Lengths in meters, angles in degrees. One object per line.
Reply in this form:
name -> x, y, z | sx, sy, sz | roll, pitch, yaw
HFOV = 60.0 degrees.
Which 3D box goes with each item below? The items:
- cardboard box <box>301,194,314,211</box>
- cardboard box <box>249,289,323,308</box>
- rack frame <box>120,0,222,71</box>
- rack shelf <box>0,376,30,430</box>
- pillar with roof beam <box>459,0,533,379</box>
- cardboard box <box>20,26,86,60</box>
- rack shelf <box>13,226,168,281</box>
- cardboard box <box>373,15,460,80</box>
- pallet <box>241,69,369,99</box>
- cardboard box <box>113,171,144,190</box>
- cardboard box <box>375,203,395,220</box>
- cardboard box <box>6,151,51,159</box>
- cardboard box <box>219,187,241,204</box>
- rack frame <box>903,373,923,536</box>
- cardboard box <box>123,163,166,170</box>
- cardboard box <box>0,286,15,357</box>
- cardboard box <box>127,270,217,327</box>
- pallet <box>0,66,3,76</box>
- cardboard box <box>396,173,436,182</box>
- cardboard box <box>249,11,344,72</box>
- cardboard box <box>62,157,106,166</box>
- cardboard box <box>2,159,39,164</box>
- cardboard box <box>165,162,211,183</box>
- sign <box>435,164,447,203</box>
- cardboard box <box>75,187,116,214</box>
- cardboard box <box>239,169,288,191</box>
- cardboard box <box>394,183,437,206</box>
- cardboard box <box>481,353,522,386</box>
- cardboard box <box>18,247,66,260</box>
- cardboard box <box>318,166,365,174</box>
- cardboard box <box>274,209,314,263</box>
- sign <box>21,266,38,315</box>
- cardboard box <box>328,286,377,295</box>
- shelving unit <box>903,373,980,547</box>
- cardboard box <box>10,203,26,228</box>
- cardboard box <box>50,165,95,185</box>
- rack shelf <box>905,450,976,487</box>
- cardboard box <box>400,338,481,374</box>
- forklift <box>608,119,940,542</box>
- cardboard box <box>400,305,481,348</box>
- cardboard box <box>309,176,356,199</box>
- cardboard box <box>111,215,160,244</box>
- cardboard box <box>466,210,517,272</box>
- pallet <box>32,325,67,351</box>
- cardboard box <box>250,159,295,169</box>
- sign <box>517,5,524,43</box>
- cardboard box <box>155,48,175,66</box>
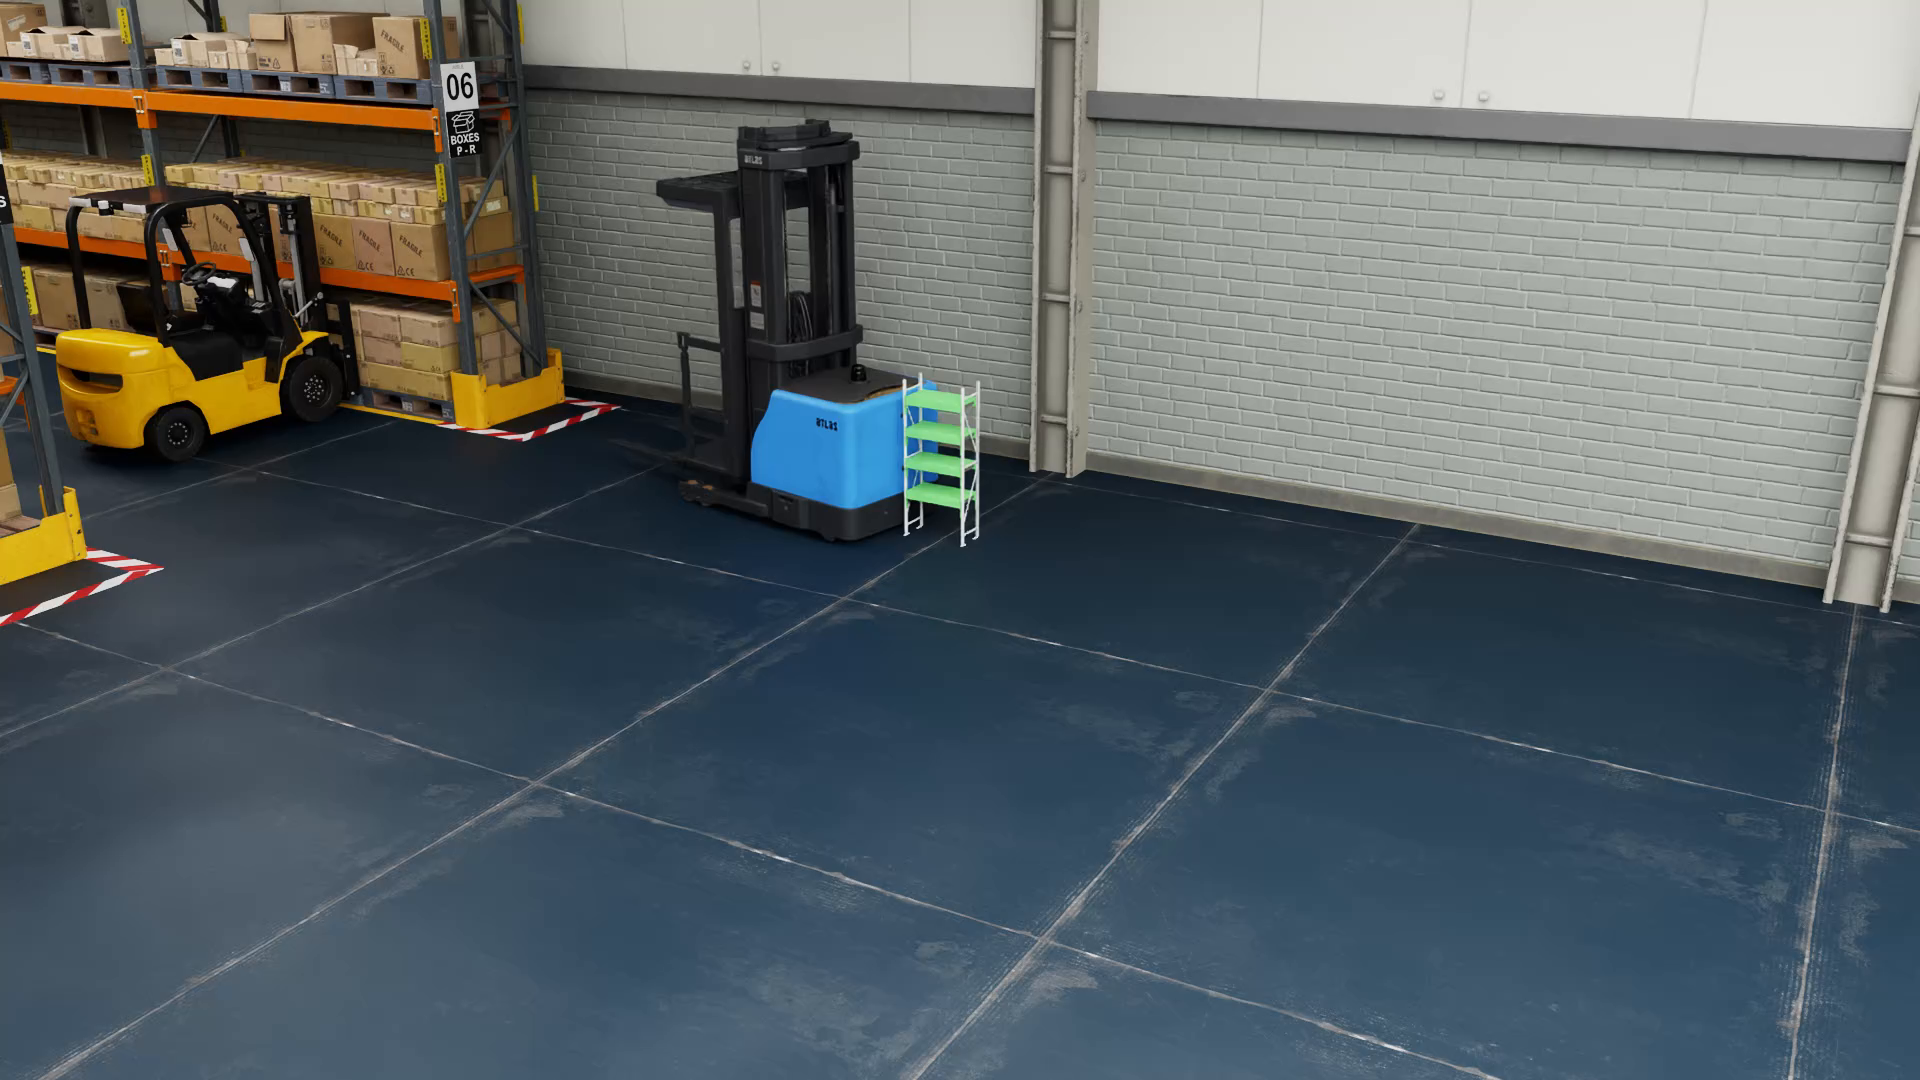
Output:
cardboard box -> -5.990, -3.217, 15.736 | 0.250, 0.149, 0.380 | 11, 22, 27
cardboard box -> -6.586, -2.315, 16.298 | 0.500, 0.250, 0.500 | 12, 23, 29
rack frame -> -7.737, -6.101, 15.989 | 0.127, 3.000, 1.000 | 11, 23, 27
rack shelf -> -8.408, -1.132, 12.142 | 4.000, 0.370, 1.077 | 11, 23, 27
pillar with roof beam -> -6.512, -4.539, 11.681 | 0.400, 9.000, 9.100 | 11, 23, 27
cardboard box -> -9.158, -5.069, 16.911 | 0.500, 0.311, 0.500 | 10, 22, 25
rack shelf -> -9.483, -3.276, 18.052 | 4.000, 0.370, 1.077 | 11, 23, 27
cardboard box -> -4.750, -4.319, 14.564 | 0.500, 0.500, 0.500 | 12, 23, 29
pallet -> -5.918, -4.312, 15.585 | 1.213, 0.211, 1.003 | 11, 23, 27
cardboard box -> -8.377, -3.661, 16.962 | 0.250, 0.149, 0.380 | 10, 22, 27
cardboard box -> -5.118, -3.037, 15.241 | 0.250, 0.149, 0.380 | 11, 23, 28
cardboard box -> -10.367, -4.233, 18.538 | 0.250, 0.149, 0.380 | 11, 23, 27
cardboard box -> -6.940, -3.361, 16.134 | 0.250, 0.149, 0.380 | 11, 23, 28
rack frame -> -0.347, -0.630, 12.342 | 0.015, 1.200, 0.240 | 11, 23, 28
cardboard box -> -8.598, -3.894, 17.603 | 0.250, 0.149, 0.380 | 11, 22, 27
cardboard box -> -6.940, -1.486, 11.480 | 0.500, 0.500, 0.500 | 10, 22, 26
cardboard box -> -8.198, -2.446, 17.575 | 0.625, 0.625, 0.875 | 12, 23, 30
pallet -> -10.593, -5.182, 18.129 | 1.003, 0.211, 1.213 | 12, 23, 30
cardboard box -> -5.092, -3.366, 15.712 | 0.250, 0.149, 0.380 | 11, 23, 28
cardboard box -> -6.087, -4.629, 15.415 | 0.637, 0.503, 0.797 | 12, 23, 29
cardboard box -> -9.496, -4.055, 18.047 | 0.250, 0.149, 0.380 | 12, 23, 29
cardboard box -> -10.155, -4.006, 17.912 | 0.250, 0.149, 0.380 | 11, 23, 28
cardboard box -> -7.603, -3.632, 16.444 | 0.250, 0.149, 0.380 | 11, 23, 28
sign -> -4.521, -3.112, 14.501 | 0.005, 0.325, 0.100 | 11, 23, 27
cardboard box -> -8.743, -3.535, 17.197 | 0.500, 0.250, 0.500 | 10, 22, 26
cardboard box -> -6.689, -3.467, 15.989 | 0.250, 0.149, 0.380 | 10, 22, 26
cardboard box -> -4.891, -3.136, 15.079 | 0.250, 0.149, 0.380 | 11, 23, 27
cardboard box -> -4.578, -1.661, 15.961 | 0.500, 0.250, 0.500 | 11, 23, 28
cardboard box -> -10.691, -2.920, 18.882 | 0.625, 0.625, 0.875 | 12, 23, 29
cardboard box -> -6.003, -3.536, 16.180 | 0.250, 0.149, 0.380 | 12, 23, 29
cardboard box -> -6.143, -2.921, 15.873 | 0.500, 0.500, 0.500 | 11, 23, 28
sign -> -6.398, -1.706, 11.401 | 0.005, 0.325, 0.100 | 11, 23, 27
cardboard box -> -5.885, -2.383, 16.485 | 0.500, 0.250, 0.500 | 10, 22, 26
shelving unit -> -0.136, -0.588, 12.227 | 0.503, 1.200, 0.258 | 11, 23, 28
cardboard box -> -10.071, -3.561, 18.002 | 0.500, 0.250, 0.500 | 10, 22, 26
cardboard box -> -9.273, -3.828, 17.420 | 0.250, 0.149, 0.380 | 11, 23, 28
rack shelf -> -0.136, -0.528, 12.249 | 0.480, 0.148, 0.258 | 11, 23, 28
cardboard box -> -4.822, -1.744, 15.457 | 0.500, 0.250, 0.500 | 10, 22, 27
forklift -> -1.602, -1.762, 12.925 | 3.031, 2.935, 1.130 | 16, 26, 38
cardboard box -> -4.799, -1.975, 15.360 | 0.500, 0.250, 0.500 | 12, 23, 29
cardboard box -> -5.823, -3.287, 15.494 | 0.250, 0.149, 0.380 | 11, 23, 28
cardboard box -> -8.304, -3.217, 17.054 | 0.500, 0.250, 0.500 | 11, 23, 29
cardboard box -> -4.542, -2.828, 15.616 | 0.500, 0.500, 0.500 | 12, 23, 29
pallet -> -9.468, -2.284, 18.352 | 1.213, 0.211, 1.003 | 11, 23, 27
cardboard box -> -6.874, -3.716, 16.676 | 0.250, 0.149, 0.380 | 11, 22, 27
sign -> -3.969, -4.638, 14.957 | 0.005, 0.325, 0.100 | 11, 23, 27
cardboard box -> -7.493, -4.653, 16.000 | 0.250, 0.149, 0.380 | 11, 23, 28
